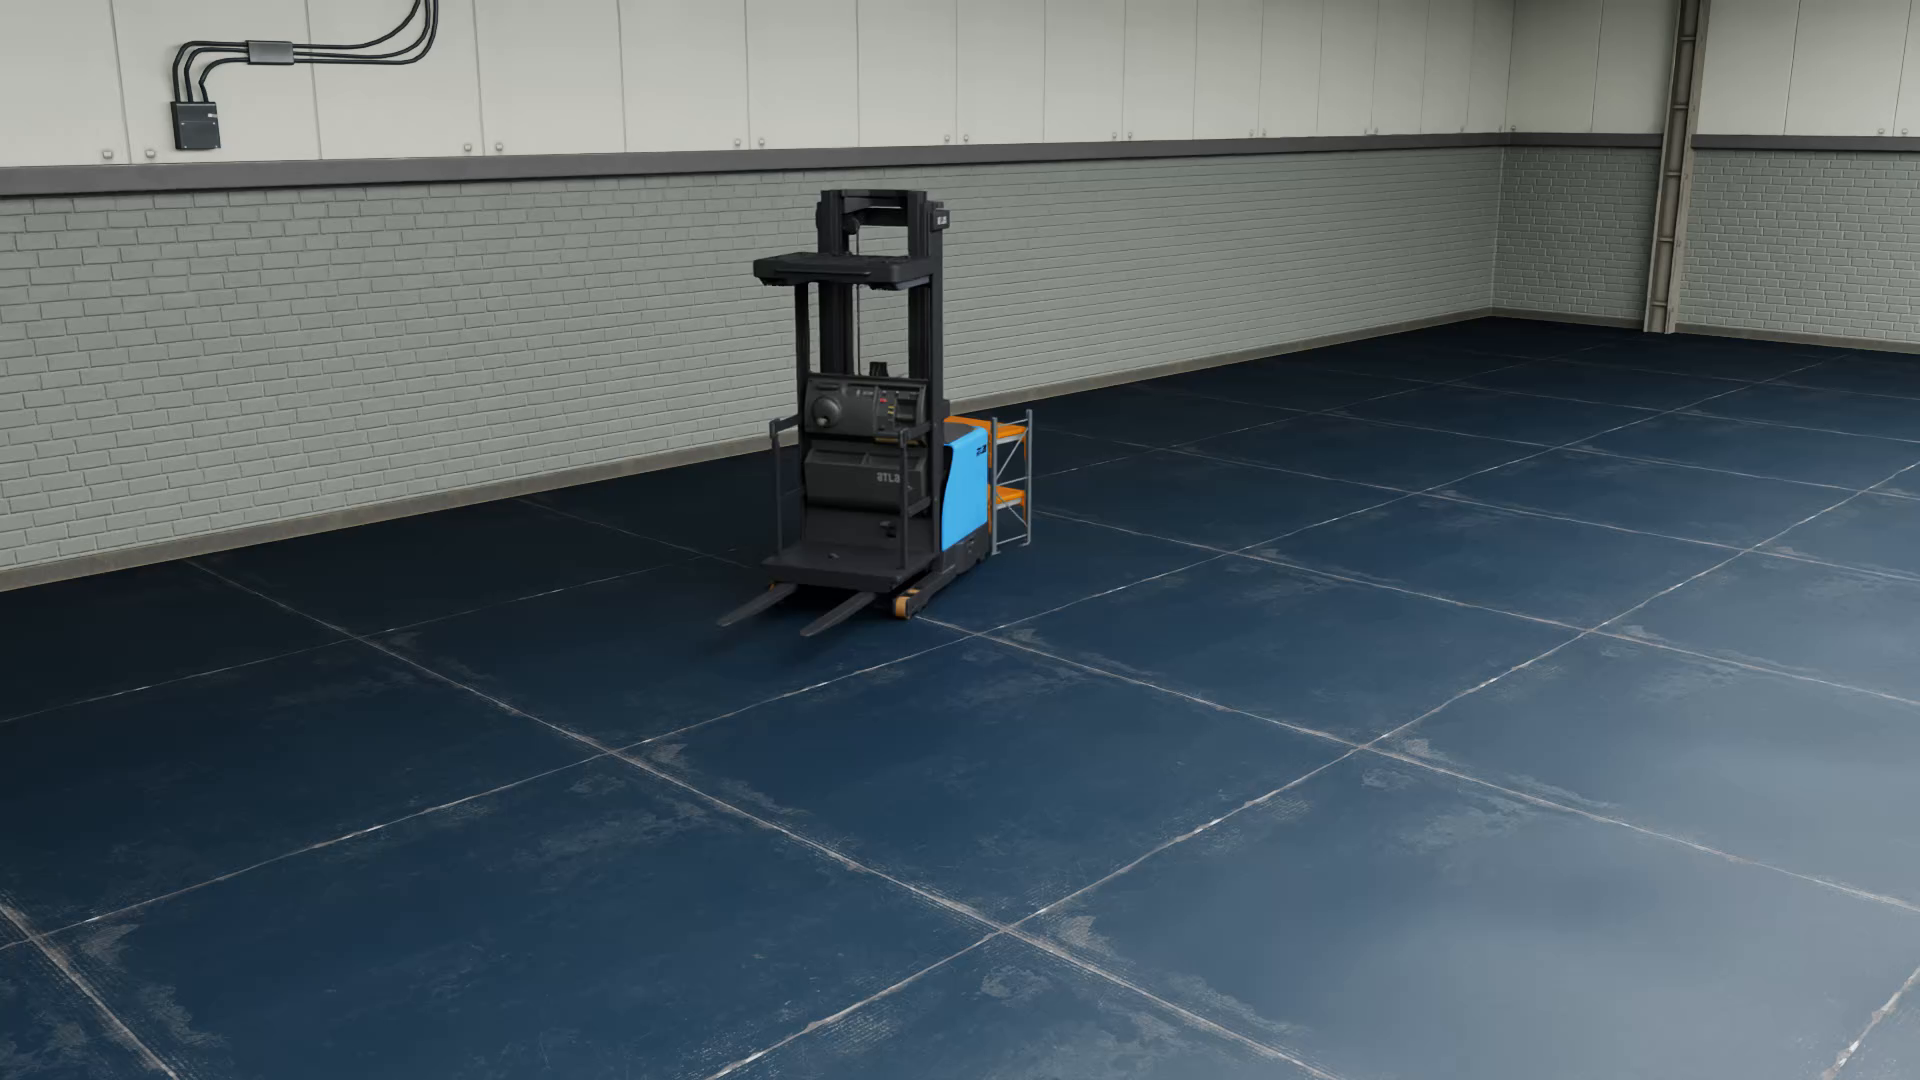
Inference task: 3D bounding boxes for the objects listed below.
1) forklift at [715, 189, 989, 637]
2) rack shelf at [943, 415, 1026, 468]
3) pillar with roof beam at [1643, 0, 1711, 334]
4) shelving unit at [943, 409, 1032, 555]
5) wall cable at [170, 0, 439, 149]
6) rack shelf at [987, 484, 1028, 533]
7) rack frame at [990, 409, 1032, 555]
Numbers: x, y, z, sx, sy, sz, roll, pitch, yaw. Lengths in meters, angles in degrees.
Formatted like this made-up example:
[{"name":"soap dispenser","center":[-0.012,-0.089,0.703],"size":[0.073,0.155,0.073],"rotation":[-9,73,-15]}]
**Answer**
[{"name":"forklift","center":[-0.762,-0.973,11.854],"size":[1.130,2.935,3.031],"rotation":[5,16,20]},{"name":"rack shelf","center":[0.025,-0.838,13.755],"size":[1.000,0.278,0.538],"rotation":[12,19,38]},{"name":"pillar with roof beam","center":[8.286,-6.930,22.682],"size":[0.400,9.000,9.100],"rotation":[14,20,42]},{"name":"shelving unit","center":[0.025,-0.554,13.829],"size":[1.048,1.125,0.538],"rotation":[12,19,38]},{"name":"wall cable","center":[-5.193,-6.116,12.811],"size":[0.169,6.003,2.305],"rotation":[14,20,42]},{"name":"rack shelf","center":[0.025,-0.318,13.891],"size":[1.000,0.278,0.538],"rotation":[12,19,38]},{"name":"rack frame","center":[0.416,-0.472,13.514],"size":[0.032,1.125,0.500],"rotation":[12,19,38]}]
